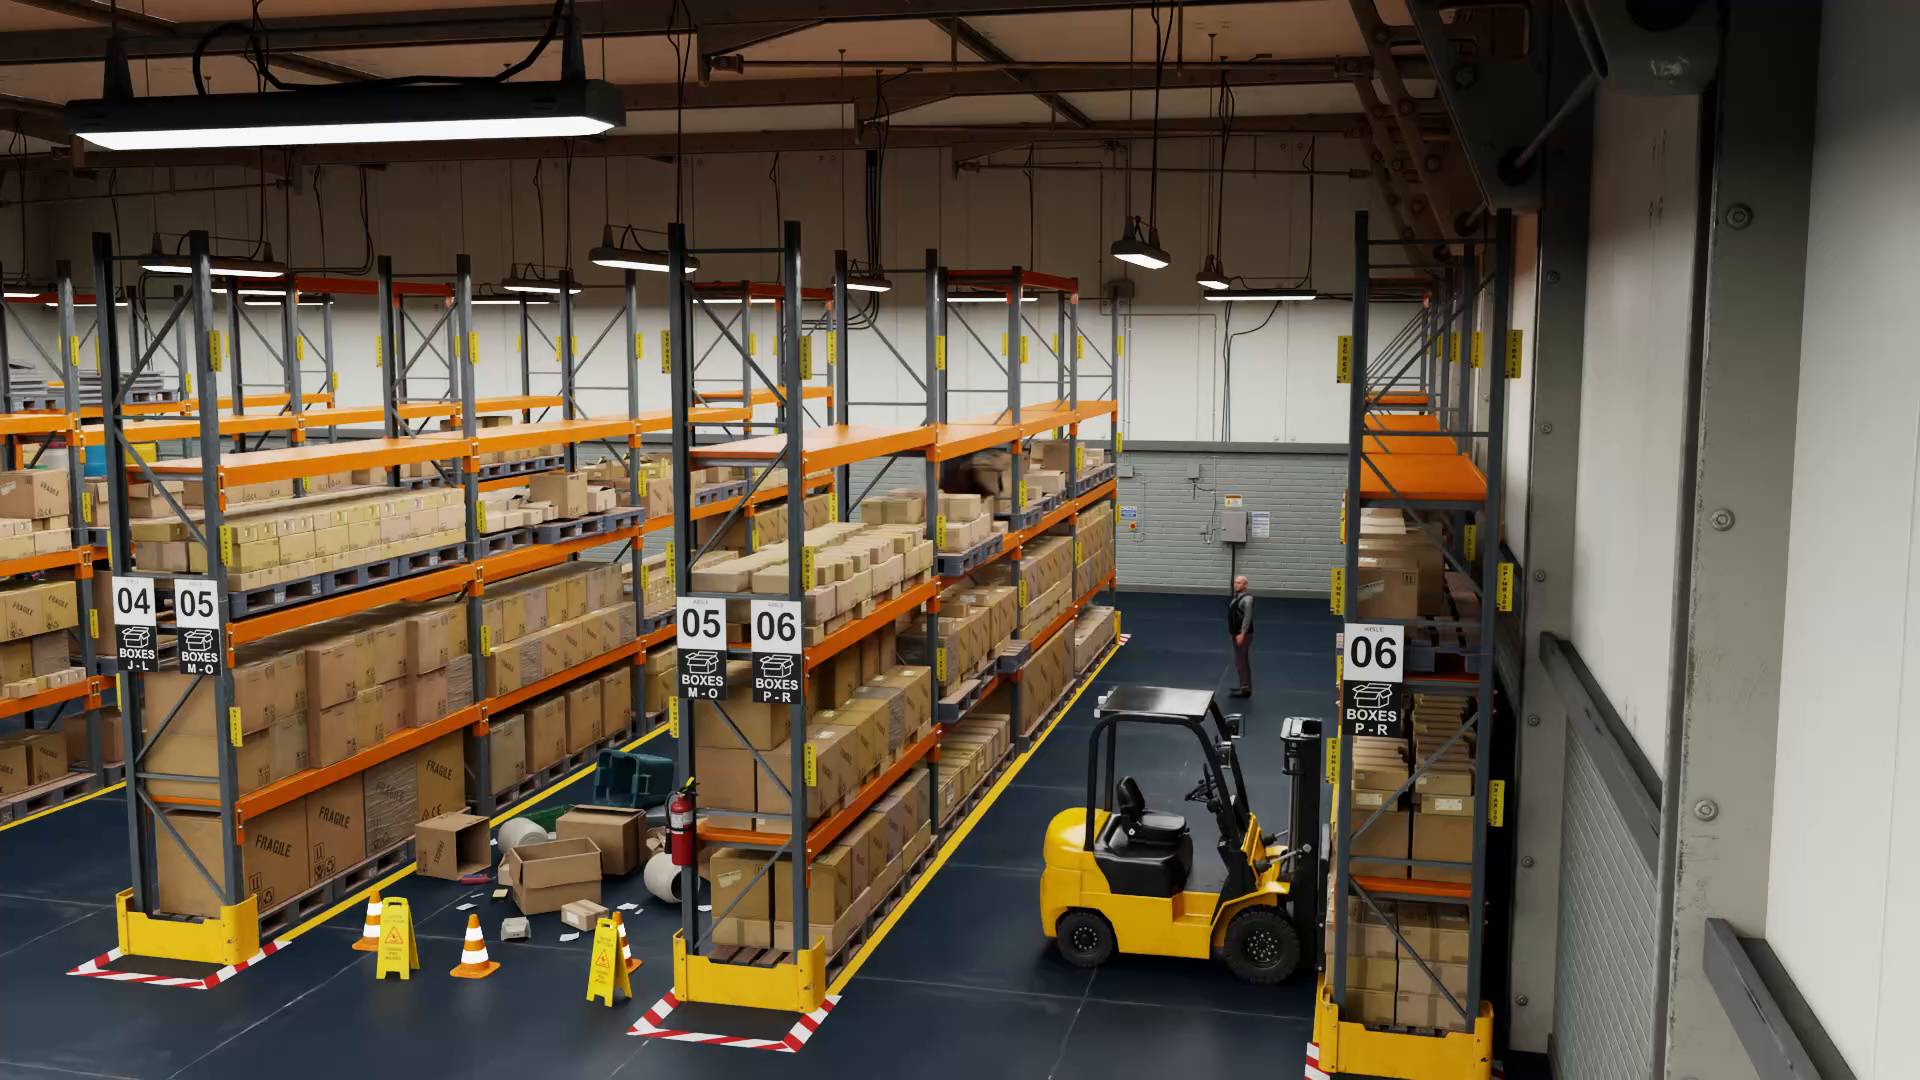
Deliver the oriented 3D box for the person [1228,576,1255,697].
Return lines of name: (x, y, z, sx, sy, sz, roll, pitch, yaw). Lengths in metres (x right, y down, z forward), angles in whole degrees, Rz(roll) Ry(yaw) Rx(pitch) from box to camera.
person: (4.055, 1.381, 24.041, 0.365, 1.718, 0.552, 0, 7, 3)

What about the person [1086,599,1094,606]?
person: (2.108, 0.706, 29.710, 0.733, 1.681, 0.550, -6, 9, -40)
